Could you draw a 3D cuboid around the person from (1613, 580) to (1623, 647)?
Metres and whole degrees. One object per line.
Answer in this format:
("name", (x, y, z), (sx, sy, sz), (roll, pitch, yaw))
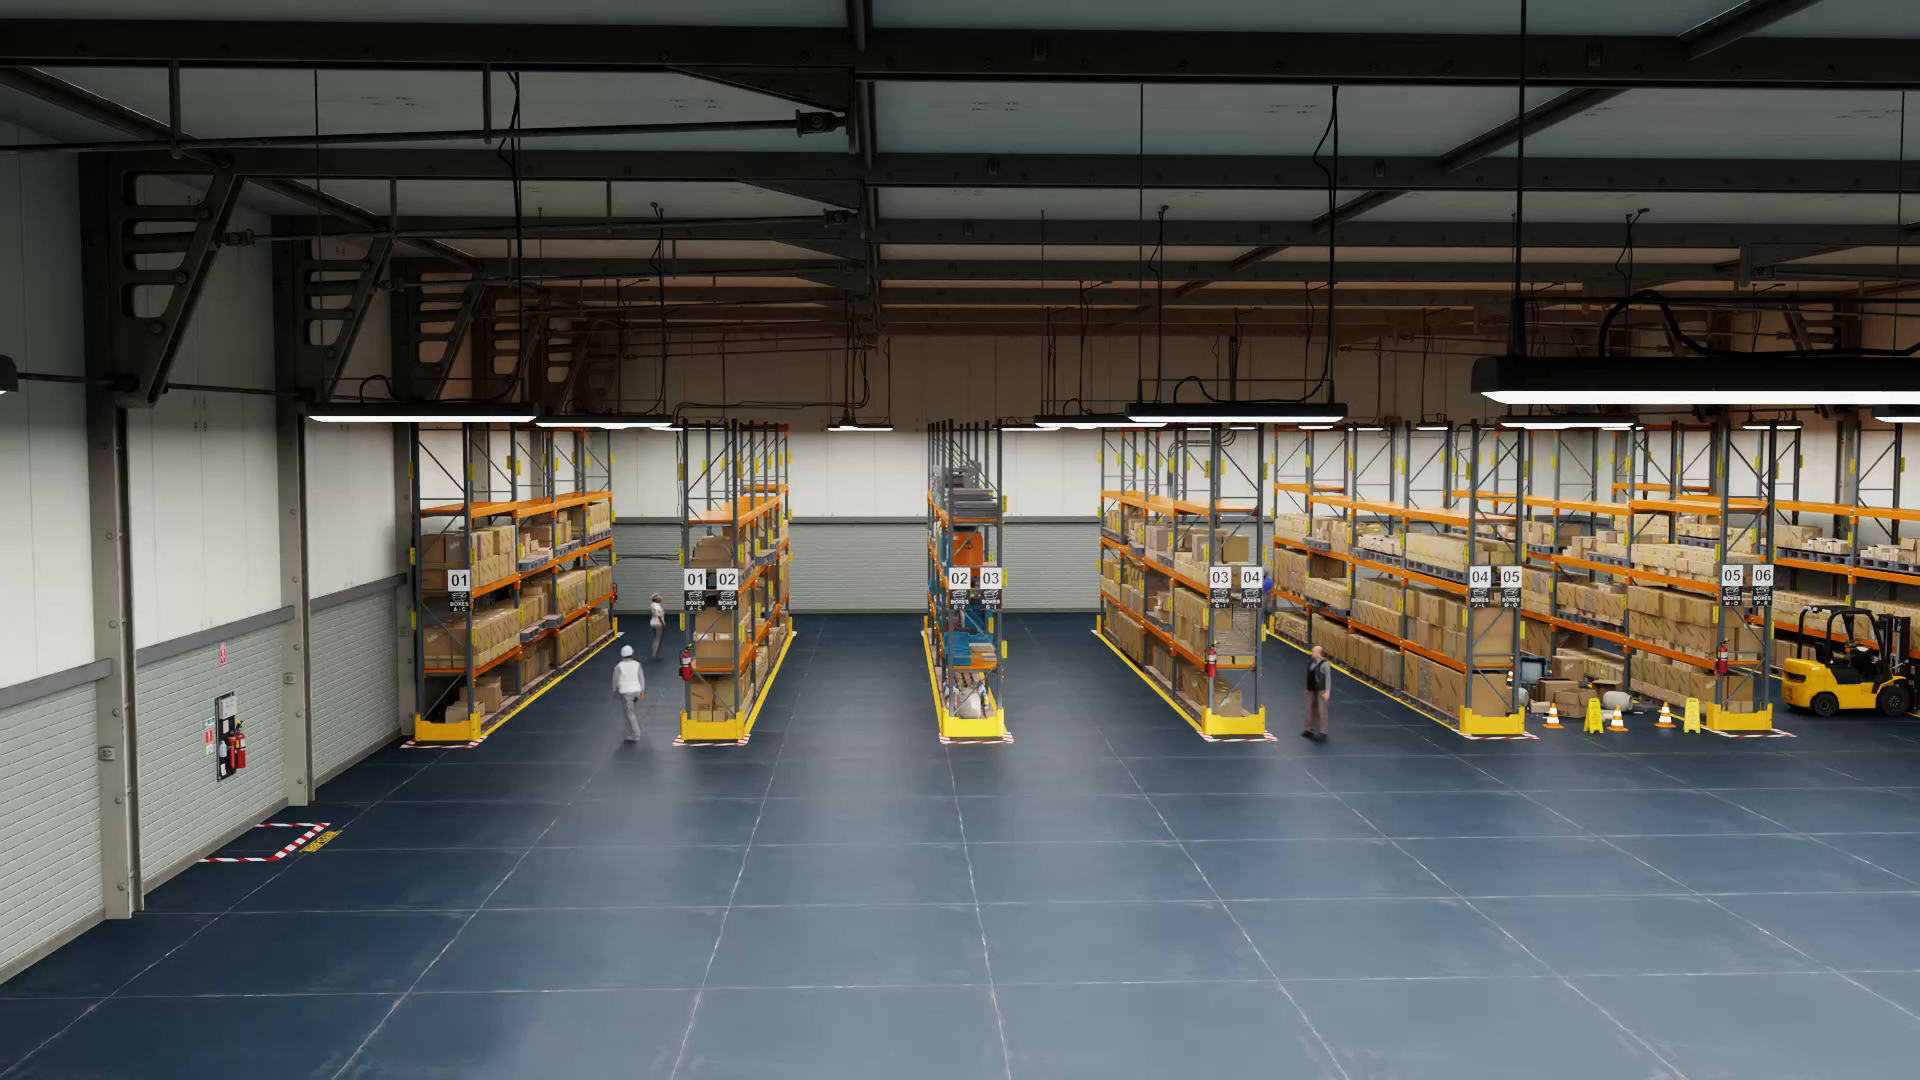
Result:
("person", (17.533, 1.980, 44.386), (0.609, 1.820, 0.511), (-2, 4, -25))

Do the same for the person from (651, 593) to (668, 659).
("person", (-7.613, 2.187, 42.106), (0.492, 1.726, 0.462), (3, 5, 39))

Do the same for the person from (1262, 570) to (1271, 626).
("person", (9.015, 1.721, 49.486), (0.433, 1.663, 0.433), (4, 5, 44))

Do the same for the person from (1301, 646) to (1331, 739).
("person", (6.677, 2.849, 31.251), (0.444, 1.724, 0.582), (-3, 4, -36))

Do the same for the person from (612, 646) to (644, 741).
("person", (-6.187, 2.880, 31.014), (0.648, 1.815, 0.492), (2, 4, 30))
